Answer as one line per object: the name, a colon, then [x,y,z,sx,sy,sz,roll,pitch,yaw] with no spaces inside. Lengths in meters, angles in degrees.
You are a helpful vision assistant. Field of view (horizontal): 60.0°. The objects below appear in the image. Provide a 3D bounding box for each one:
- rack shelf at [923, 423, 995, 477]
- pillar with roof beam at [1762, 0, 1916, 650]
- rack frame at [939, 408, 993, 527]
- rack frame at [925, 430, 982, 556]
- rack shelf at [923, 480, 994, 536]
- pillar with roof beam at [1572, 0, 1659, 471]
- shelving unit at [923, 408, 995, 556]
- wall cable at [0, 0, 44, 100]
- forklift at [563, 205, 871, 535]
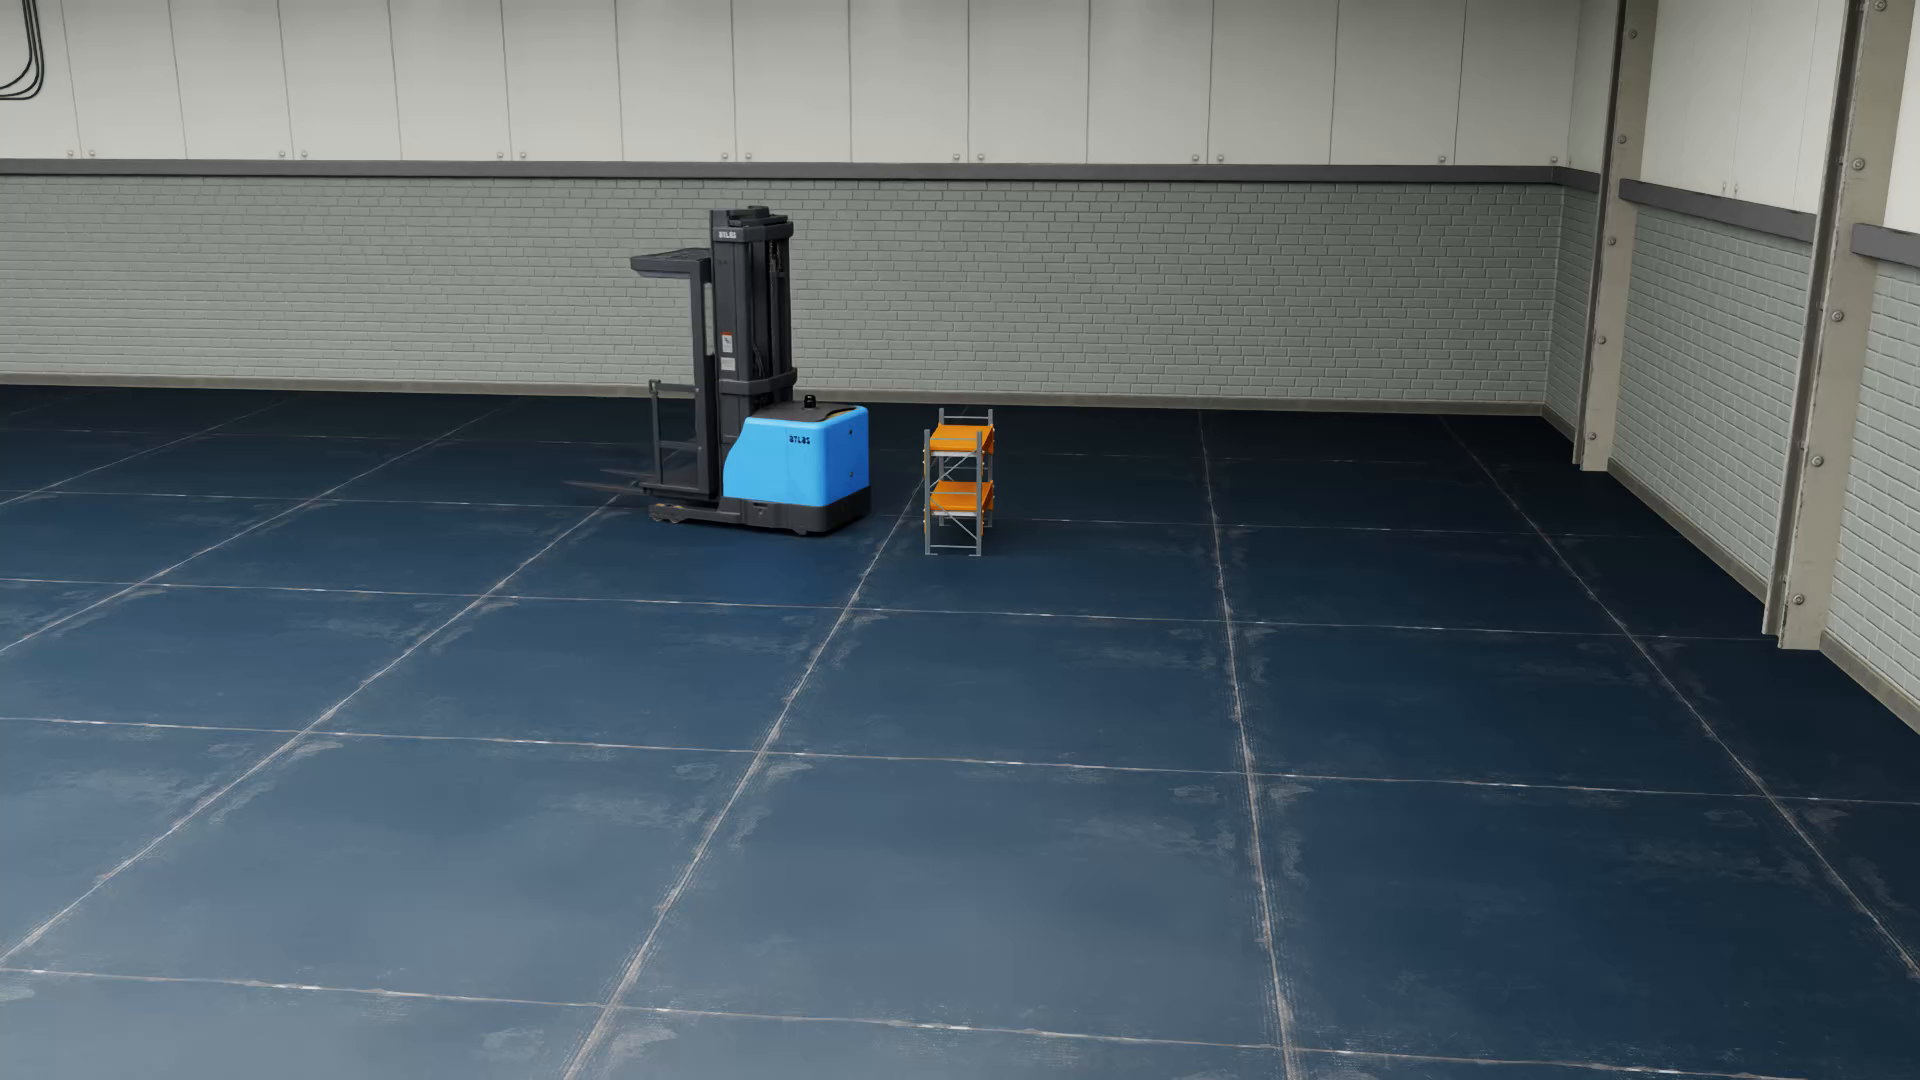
rack shelf: [-0.001,-0.824,15.020,0.538,0.278,1.000,2,15,6]
pillar with roof beam: [1.957,-3.716,11.751,9.100,9.000,0.400,2,15,6]
rack frame: [0.057,-0.673,15.584,0.500,1.125,0.032,2,15,6]
rack frame: [-0.058,-0.409,14.609,0.500,1.125,0.032,2,15,6]
rack shelf: [-0.001,-0.305,15.161,0.538,0.278,1.000,2,15,6]
pillar with roof beam: [2.634,-5.272,17.506,9.100,9.000,0.400,2,15,6]
shelving unit: [-0.001,-0.541,15.097,0.538,1.125,1.048,2,15,6]
wall cable: [-13.310,-8.156,21.657,2.305,6.003,0.169,2,15,6]
forklift: [-2.423,-1.693,15.896,3.031,2.935,1.130,7,16,23]
